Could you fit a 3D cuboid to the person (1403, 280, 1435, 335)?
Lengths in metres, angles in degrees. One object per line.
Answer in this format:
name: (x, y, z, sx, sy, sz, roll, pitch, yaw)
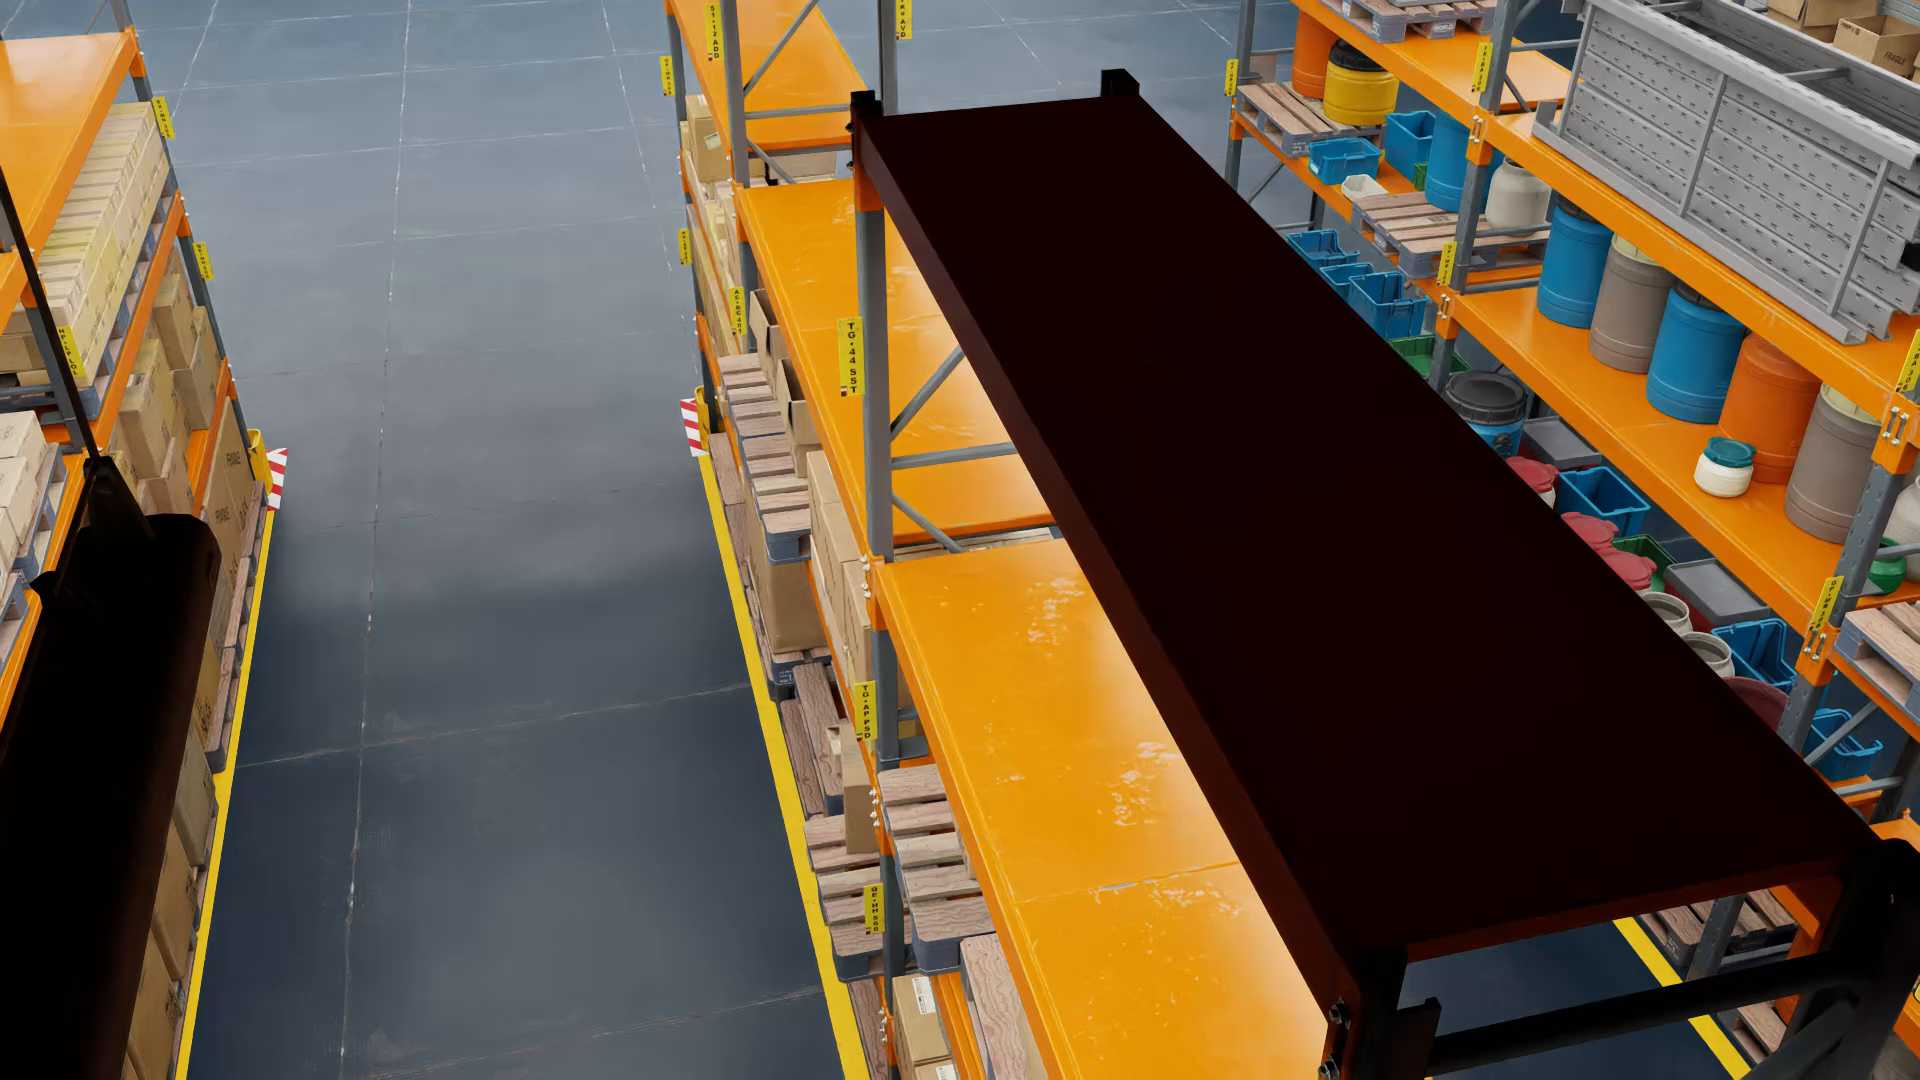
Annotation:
person: (4.519, -2.464, 16.319, 0.439, 1.576, 0.687, -24, 41, -31)
